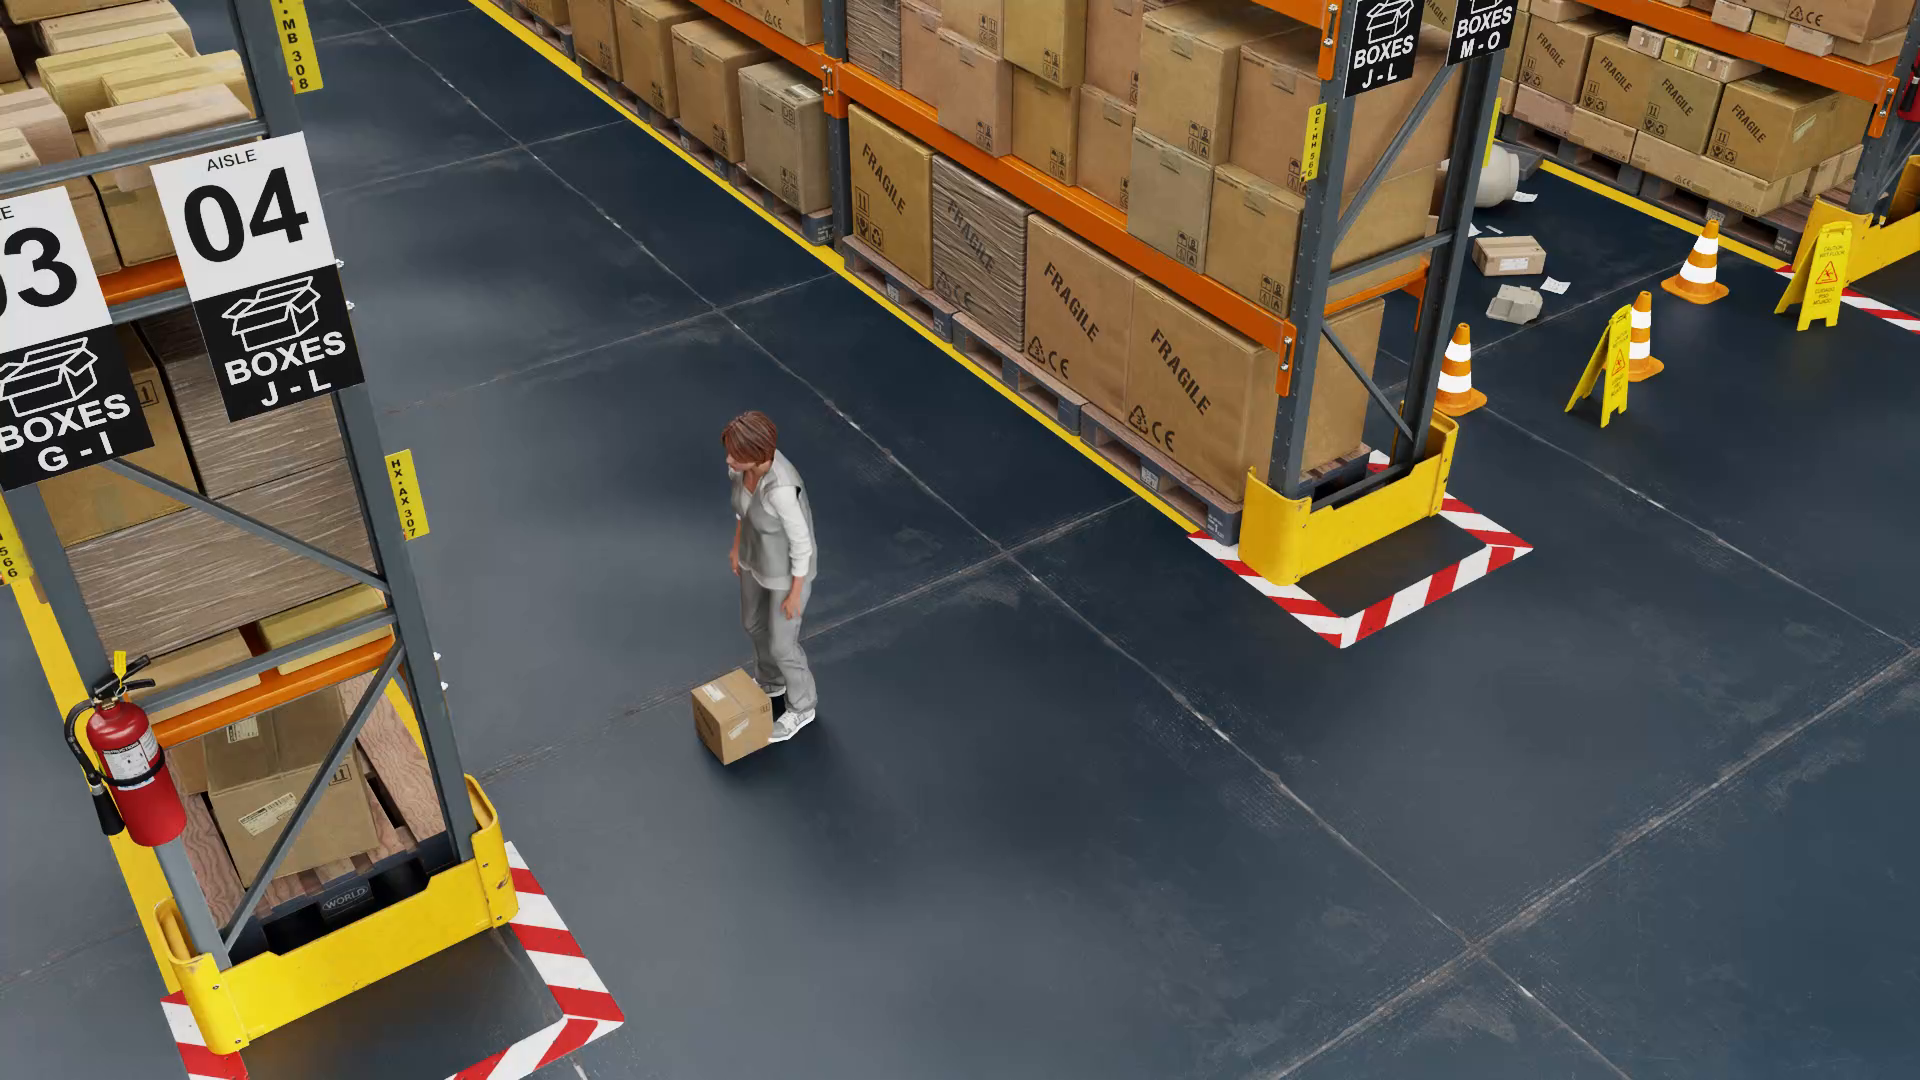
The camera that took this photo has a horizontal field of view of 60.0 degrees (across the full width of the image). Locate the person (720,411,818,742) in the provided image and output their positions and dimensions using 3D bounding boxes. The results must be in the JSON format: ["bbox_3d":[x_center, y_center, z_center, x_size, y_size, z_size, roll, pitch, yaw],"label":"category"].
[{"bbox_3d":[-0.775,0.131,6.833,0.341,1.594,0.485,-25,44,-30],"label":"person"}]
